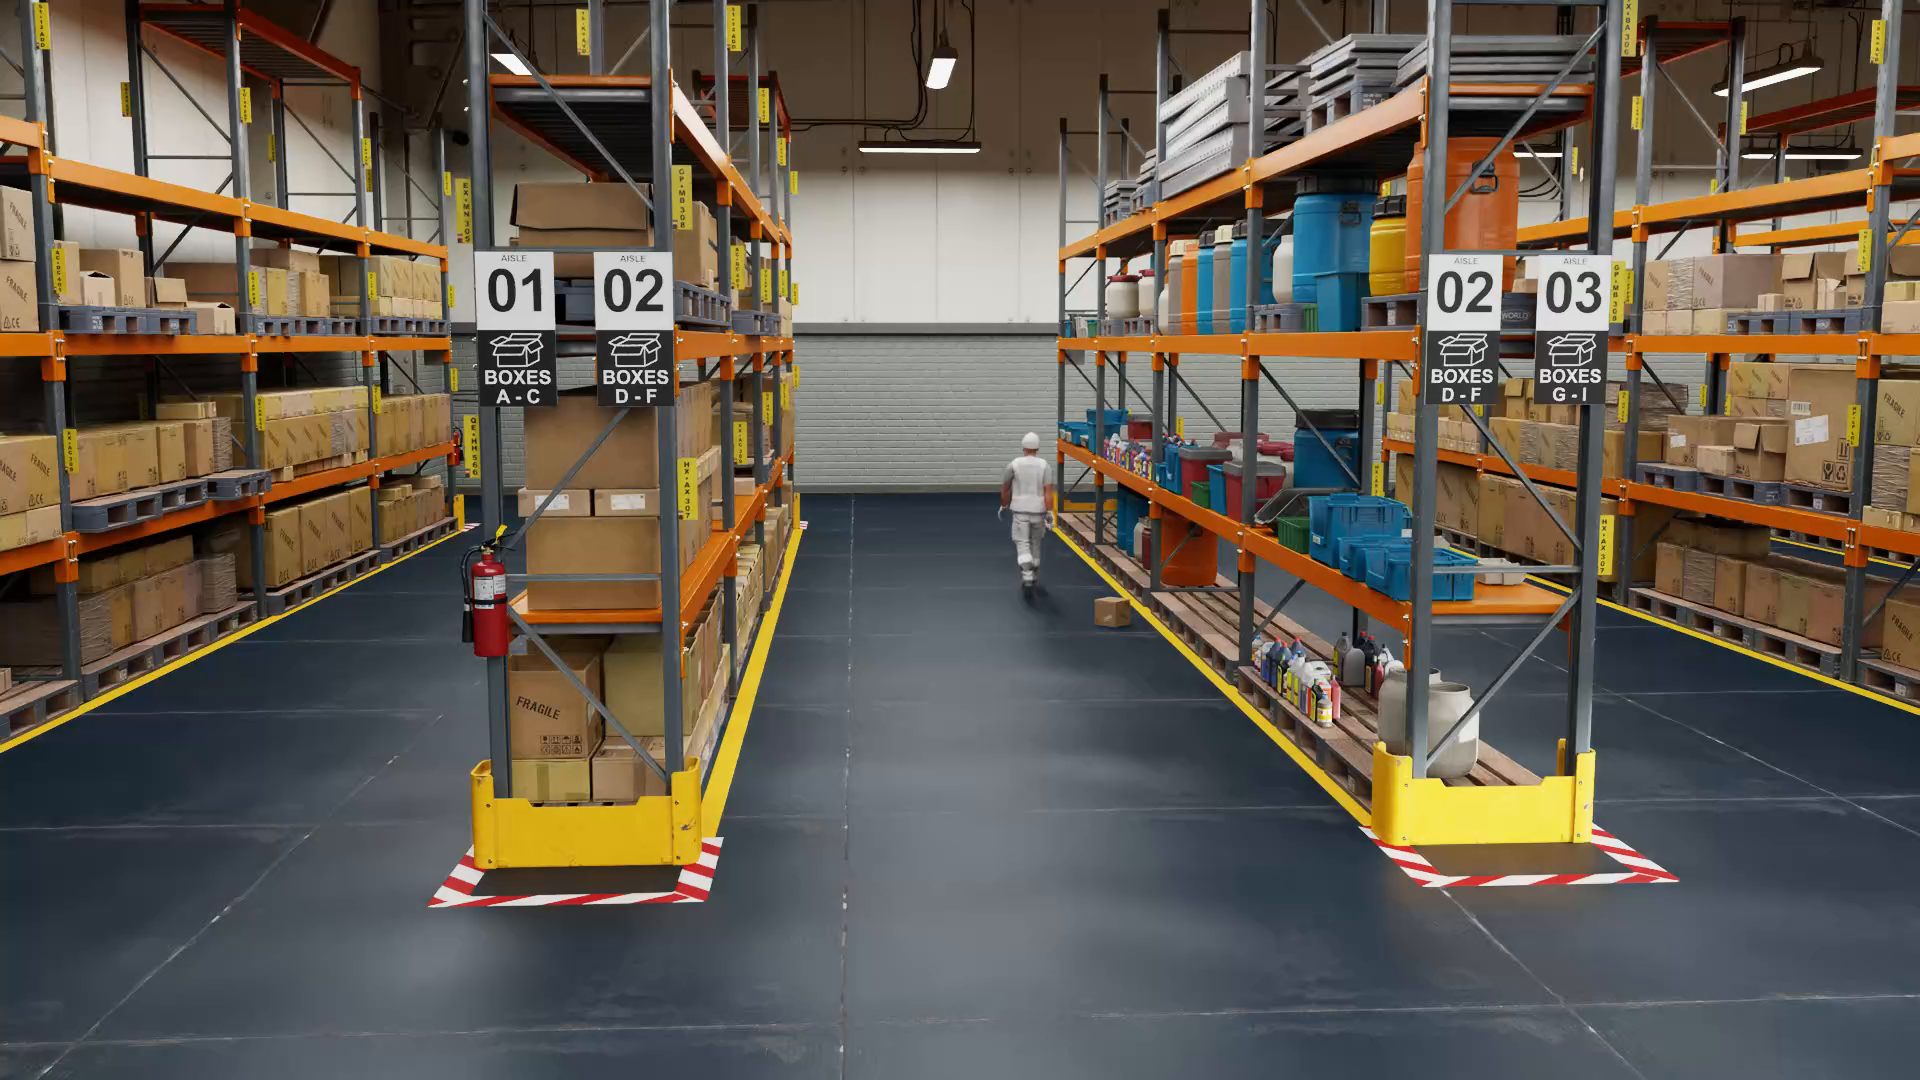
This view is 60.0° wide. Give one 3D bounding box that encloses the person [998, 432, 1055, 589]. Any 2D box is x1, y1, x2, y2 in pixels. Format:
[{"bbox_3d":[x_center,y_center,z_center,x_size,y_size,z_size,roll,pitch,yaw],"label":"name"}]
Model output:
[{"bbox_3d":[0.729,-0.316,18.337,0.586,1.747,1.052,-1,7,-5],"label":"person"}]
